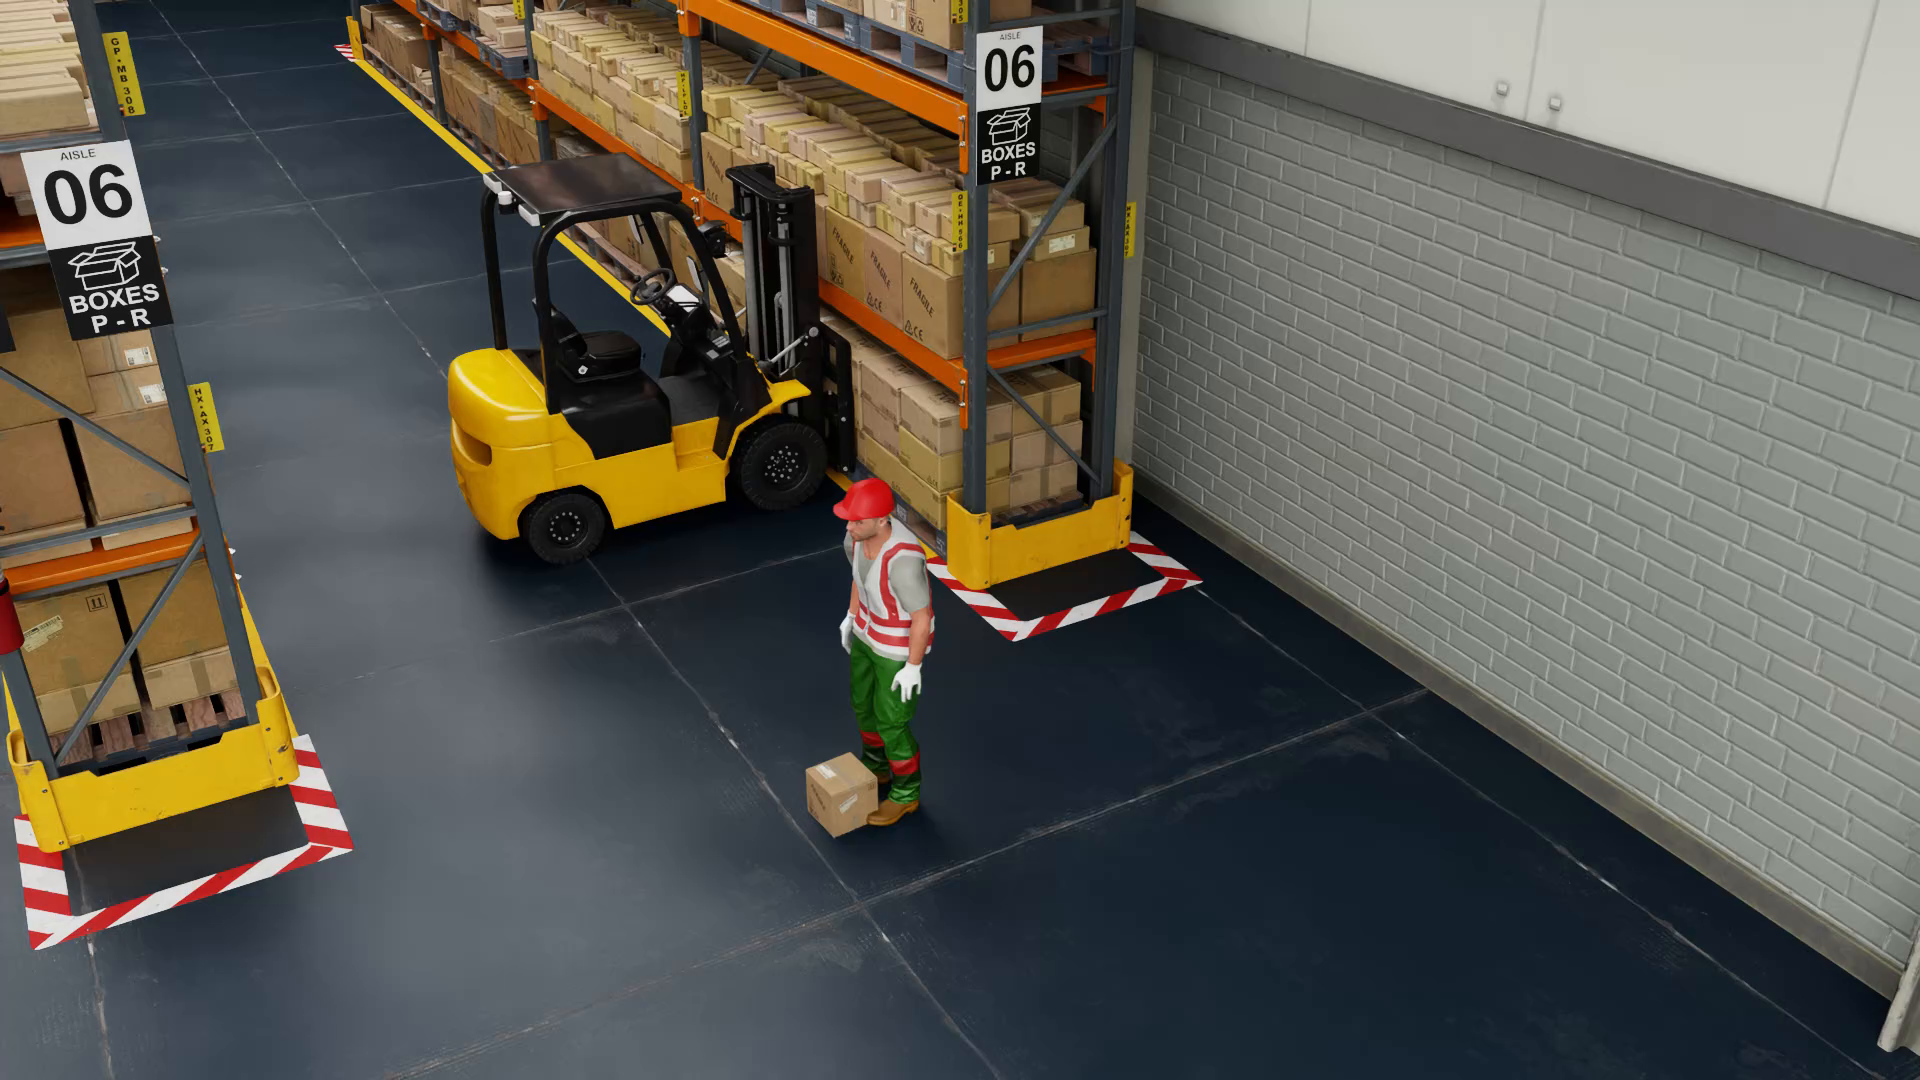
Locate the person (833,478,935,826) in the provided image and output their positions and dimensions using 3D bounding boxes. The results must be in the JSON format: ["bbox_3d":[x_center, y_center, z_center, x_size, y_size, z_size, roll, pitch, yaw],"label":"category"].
[{"bbox_3d":[-0.363,0.492,7.656,0.453,1.777,0.609,-18,33,-29],"label":"person"}]
